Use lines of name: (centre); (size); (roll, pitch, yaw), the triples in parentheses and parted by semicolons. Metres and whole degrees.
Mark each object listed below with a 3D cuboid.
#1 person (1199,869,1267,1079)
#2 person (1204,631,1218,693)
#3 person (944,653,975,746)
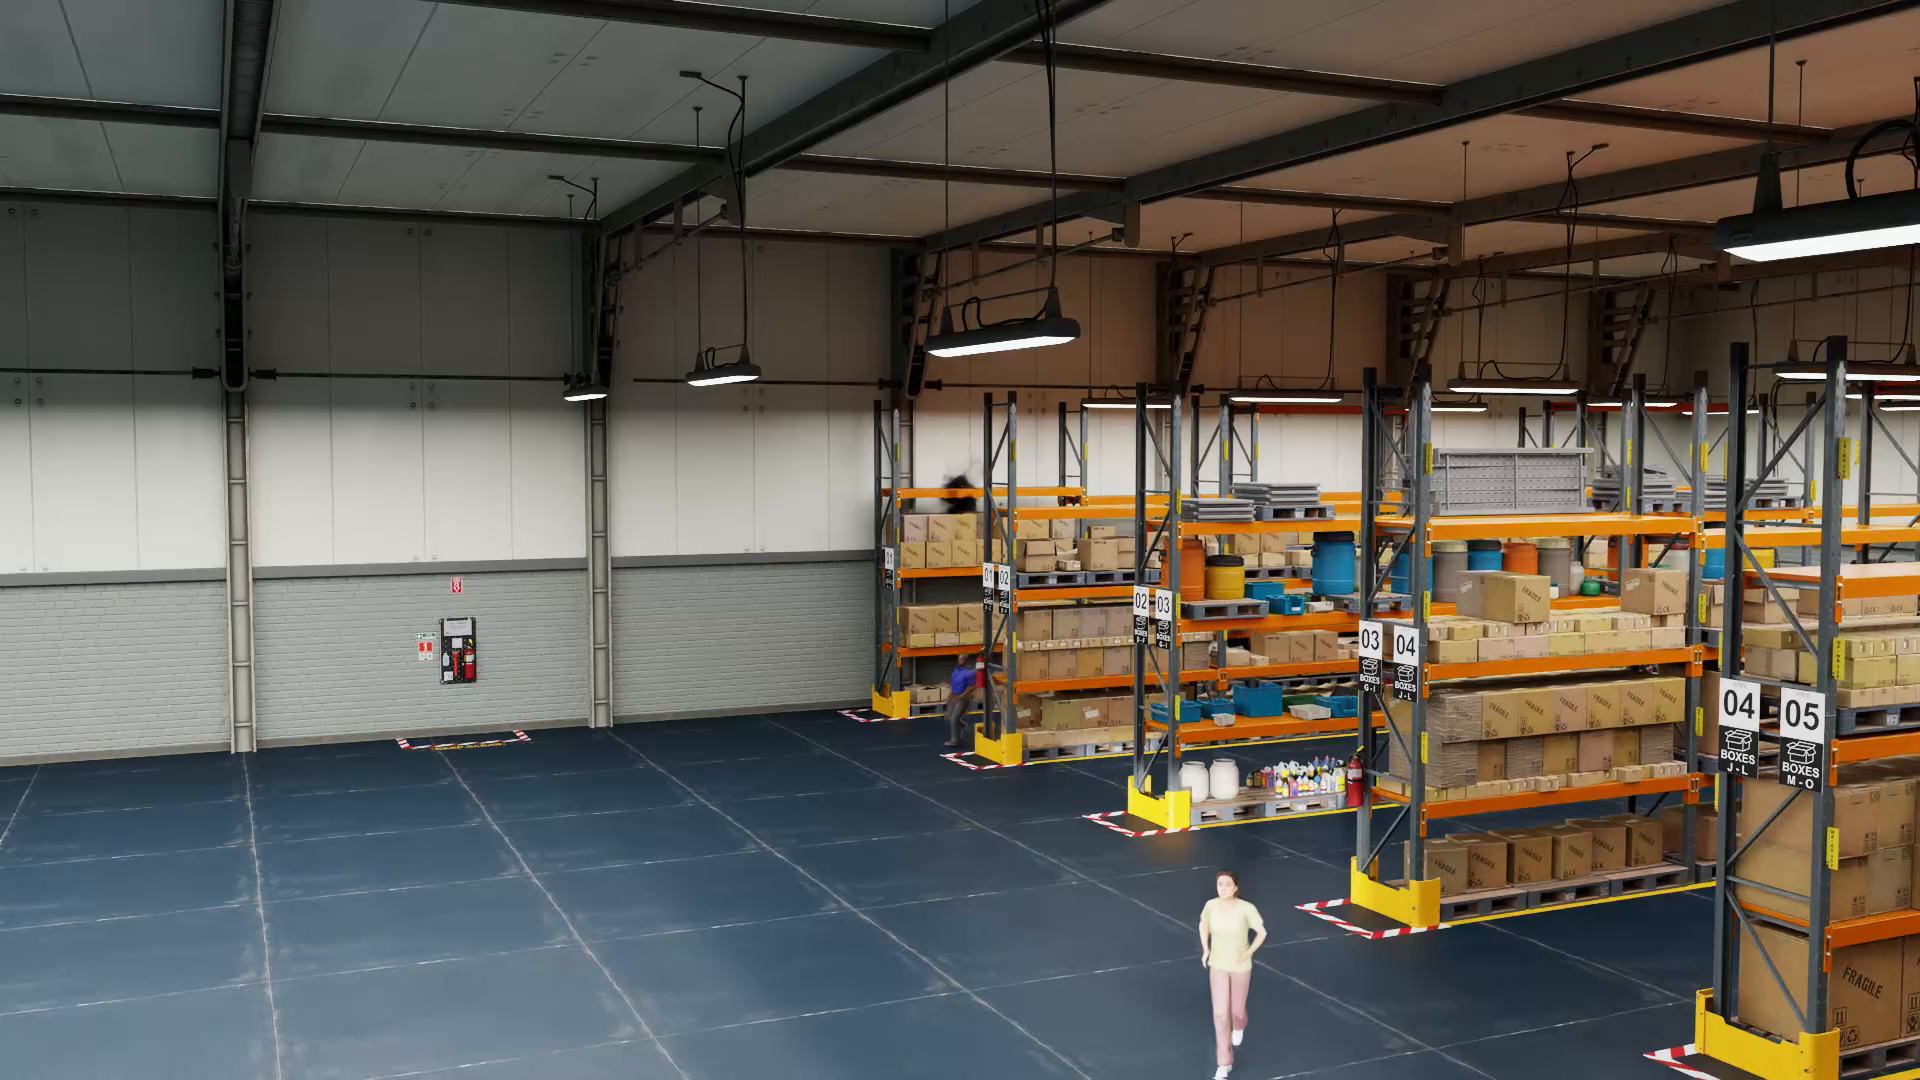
person: (2.242, 3.525, 13.721); (0.573, 1.670, 0.818); (1, 4, 20)
person: (4.729, 2.494, 31.233); (0.896, 1.707, 0.574); (-2, 4, -36)
person: (0.036, 2.721, 28.353); (0.546, 1.585, 0.577); (-3, 5, -43)
